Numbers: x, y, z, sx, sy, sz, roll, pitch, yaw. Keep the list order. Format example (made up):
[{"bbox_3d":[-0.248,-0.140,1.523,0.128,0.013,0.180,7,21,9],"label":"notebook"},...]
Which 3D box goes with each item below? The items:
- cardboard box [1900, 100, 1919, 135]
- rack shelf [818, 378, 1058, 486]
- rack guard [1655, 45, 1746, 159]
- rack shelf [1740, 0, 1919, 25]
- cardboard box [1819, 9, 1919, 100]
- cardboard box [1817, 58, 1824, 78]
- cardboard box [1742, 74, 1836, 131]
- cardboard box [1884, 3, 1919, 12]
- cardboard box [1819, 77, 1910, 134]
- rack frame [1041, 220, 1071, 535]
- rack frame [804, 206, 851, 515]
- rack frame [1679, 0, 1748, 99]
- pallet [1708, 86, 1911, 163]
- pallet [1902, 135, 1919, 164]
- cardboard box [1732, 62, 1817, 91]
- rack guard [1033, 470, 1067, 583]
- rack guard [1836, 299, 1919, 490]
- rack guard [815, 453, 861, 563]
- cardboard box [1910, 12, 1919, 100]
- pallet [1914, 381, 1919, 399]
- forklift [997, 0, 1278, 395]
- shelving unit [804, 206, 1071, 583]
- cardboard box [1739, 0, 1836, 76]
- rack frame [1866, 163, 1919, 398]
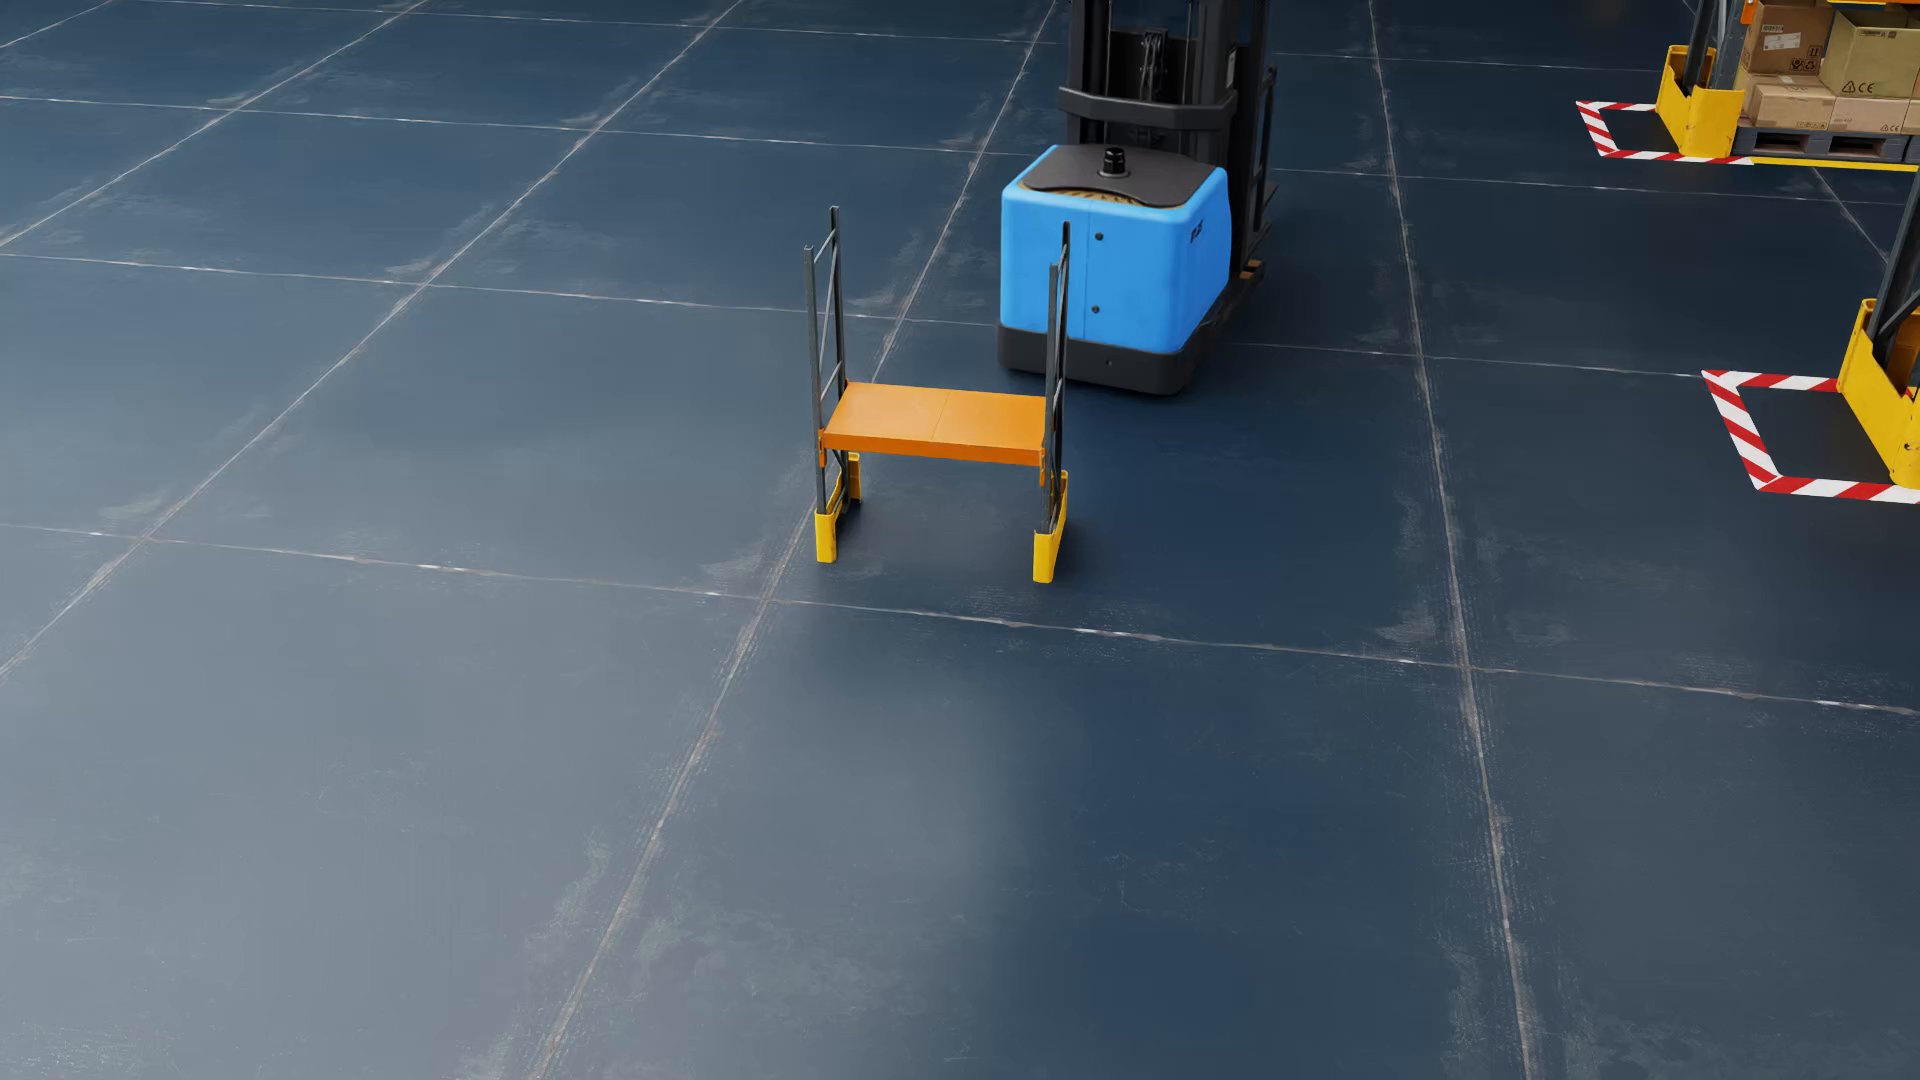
[{"bbox_3d":[7.098,-3.150,12.152,0.500,0.250,0.500,5,32,8],"label":"cardboard box"},{"bbox_3d":[-0.084,-0.491,7.460,1.000,0.185,0.538,5,32,8],"label":"rack shelf"},{"bbox_3d":[5.597,-3.332,12.603,0.348,0.500,1.175,5,32,8],"label":"rack guard"},{"bbox_3d":[7.592,-3.906,11.842,4.000,0.370,1.077,5,32,8],"label":"rack shelf"},{"bbox_3d":[6.605,-3.512,12.023,0.500,0.500,0.500,5,32,8],"label":"cardboard box"},{"bbox_3d":[6.694,-3.471,12.663,0.500,0.250,0.500,5,32,8],"label":"cardboard box"},{"bbox_3d":[6.112,-3.238,12.292,0.500,0.250,0.500,5,32,8],"label":"cardboard box"},{"bbox_3d":[7.188,-3.746,12.397,0.500,0.500,0.500,5,32,8],"label":"cardboard box"},{"bbox_3d":[6.605,-3.195,12.224,0.500,0.250,0.500,5,32,8],"label":"cardboard box"},{"bbox_3d":[0.417,-0.598,7.292,0.032,1.500,0.500,5,32,8],"label":"rack frame"},{"bbox_3d":[-0.585,-0.689,7.437,0.032,1.500,0.500,5,32,8],"label":"rack frame"},{"bbox_3d":[5.621,-4.390,11.936,0.127,3.000,1.000,5,32,8],"label":"rack frame"},{"bbox_3d":[6.382,-3.161,12.602,1.213,0.211,1.003,5,32,8],"label":"pallet"},{"bbox_3d":[7.581,-3.051,12.426,1.213,0.211,1.003,5,32,8],"label":"pallet"},{"bbox_3d":[6.199,-3.509,12.725,0.500,0.250,0.500,5,32,8],"label":"cardboard box"},{"bbox_3d":[0.416,-0.068,7.624,0.087,0.250,0.587,5,32,8],"label":"rack guard"},{"bbox_3d":[4.866,-0.758,8.489,0.348,0.500,1.175,5,32,8],"label":"rack guard"},{"bbox_3d":[-0.566,-0.157,7.766,0.087,0.250,0.587,5,32,8],"label":"rack guard"},{"bbox_3d":[7.100,-3.474,11.963,0.500,0.500,0.500,5,32,8],"label":"cardboard box"},{"bbox_3d":[5.666,-0.560,8.446,1.213,0.211,1.003,5,32,8],"label":"pallet"},{"bbox_3d":[1.239,-2.782,9.432,1.130,2.935,3.031,12,34,19],"label":"forklift"},{"bbox_3d":[-0.075,-0.643,7.363,1.083,1.500,0.587,5,32,8],"label":"shelving unit"},{"bbox_3d":[6.199,-3.828,12.527,0.500,0.500,0.500,5,32,8],"label":"cardboard box"},{"bbox_3d":[4.784,-1.799,7.798,0.127,3.000,1.000,5,32,8],"label":"rack frame"}]
